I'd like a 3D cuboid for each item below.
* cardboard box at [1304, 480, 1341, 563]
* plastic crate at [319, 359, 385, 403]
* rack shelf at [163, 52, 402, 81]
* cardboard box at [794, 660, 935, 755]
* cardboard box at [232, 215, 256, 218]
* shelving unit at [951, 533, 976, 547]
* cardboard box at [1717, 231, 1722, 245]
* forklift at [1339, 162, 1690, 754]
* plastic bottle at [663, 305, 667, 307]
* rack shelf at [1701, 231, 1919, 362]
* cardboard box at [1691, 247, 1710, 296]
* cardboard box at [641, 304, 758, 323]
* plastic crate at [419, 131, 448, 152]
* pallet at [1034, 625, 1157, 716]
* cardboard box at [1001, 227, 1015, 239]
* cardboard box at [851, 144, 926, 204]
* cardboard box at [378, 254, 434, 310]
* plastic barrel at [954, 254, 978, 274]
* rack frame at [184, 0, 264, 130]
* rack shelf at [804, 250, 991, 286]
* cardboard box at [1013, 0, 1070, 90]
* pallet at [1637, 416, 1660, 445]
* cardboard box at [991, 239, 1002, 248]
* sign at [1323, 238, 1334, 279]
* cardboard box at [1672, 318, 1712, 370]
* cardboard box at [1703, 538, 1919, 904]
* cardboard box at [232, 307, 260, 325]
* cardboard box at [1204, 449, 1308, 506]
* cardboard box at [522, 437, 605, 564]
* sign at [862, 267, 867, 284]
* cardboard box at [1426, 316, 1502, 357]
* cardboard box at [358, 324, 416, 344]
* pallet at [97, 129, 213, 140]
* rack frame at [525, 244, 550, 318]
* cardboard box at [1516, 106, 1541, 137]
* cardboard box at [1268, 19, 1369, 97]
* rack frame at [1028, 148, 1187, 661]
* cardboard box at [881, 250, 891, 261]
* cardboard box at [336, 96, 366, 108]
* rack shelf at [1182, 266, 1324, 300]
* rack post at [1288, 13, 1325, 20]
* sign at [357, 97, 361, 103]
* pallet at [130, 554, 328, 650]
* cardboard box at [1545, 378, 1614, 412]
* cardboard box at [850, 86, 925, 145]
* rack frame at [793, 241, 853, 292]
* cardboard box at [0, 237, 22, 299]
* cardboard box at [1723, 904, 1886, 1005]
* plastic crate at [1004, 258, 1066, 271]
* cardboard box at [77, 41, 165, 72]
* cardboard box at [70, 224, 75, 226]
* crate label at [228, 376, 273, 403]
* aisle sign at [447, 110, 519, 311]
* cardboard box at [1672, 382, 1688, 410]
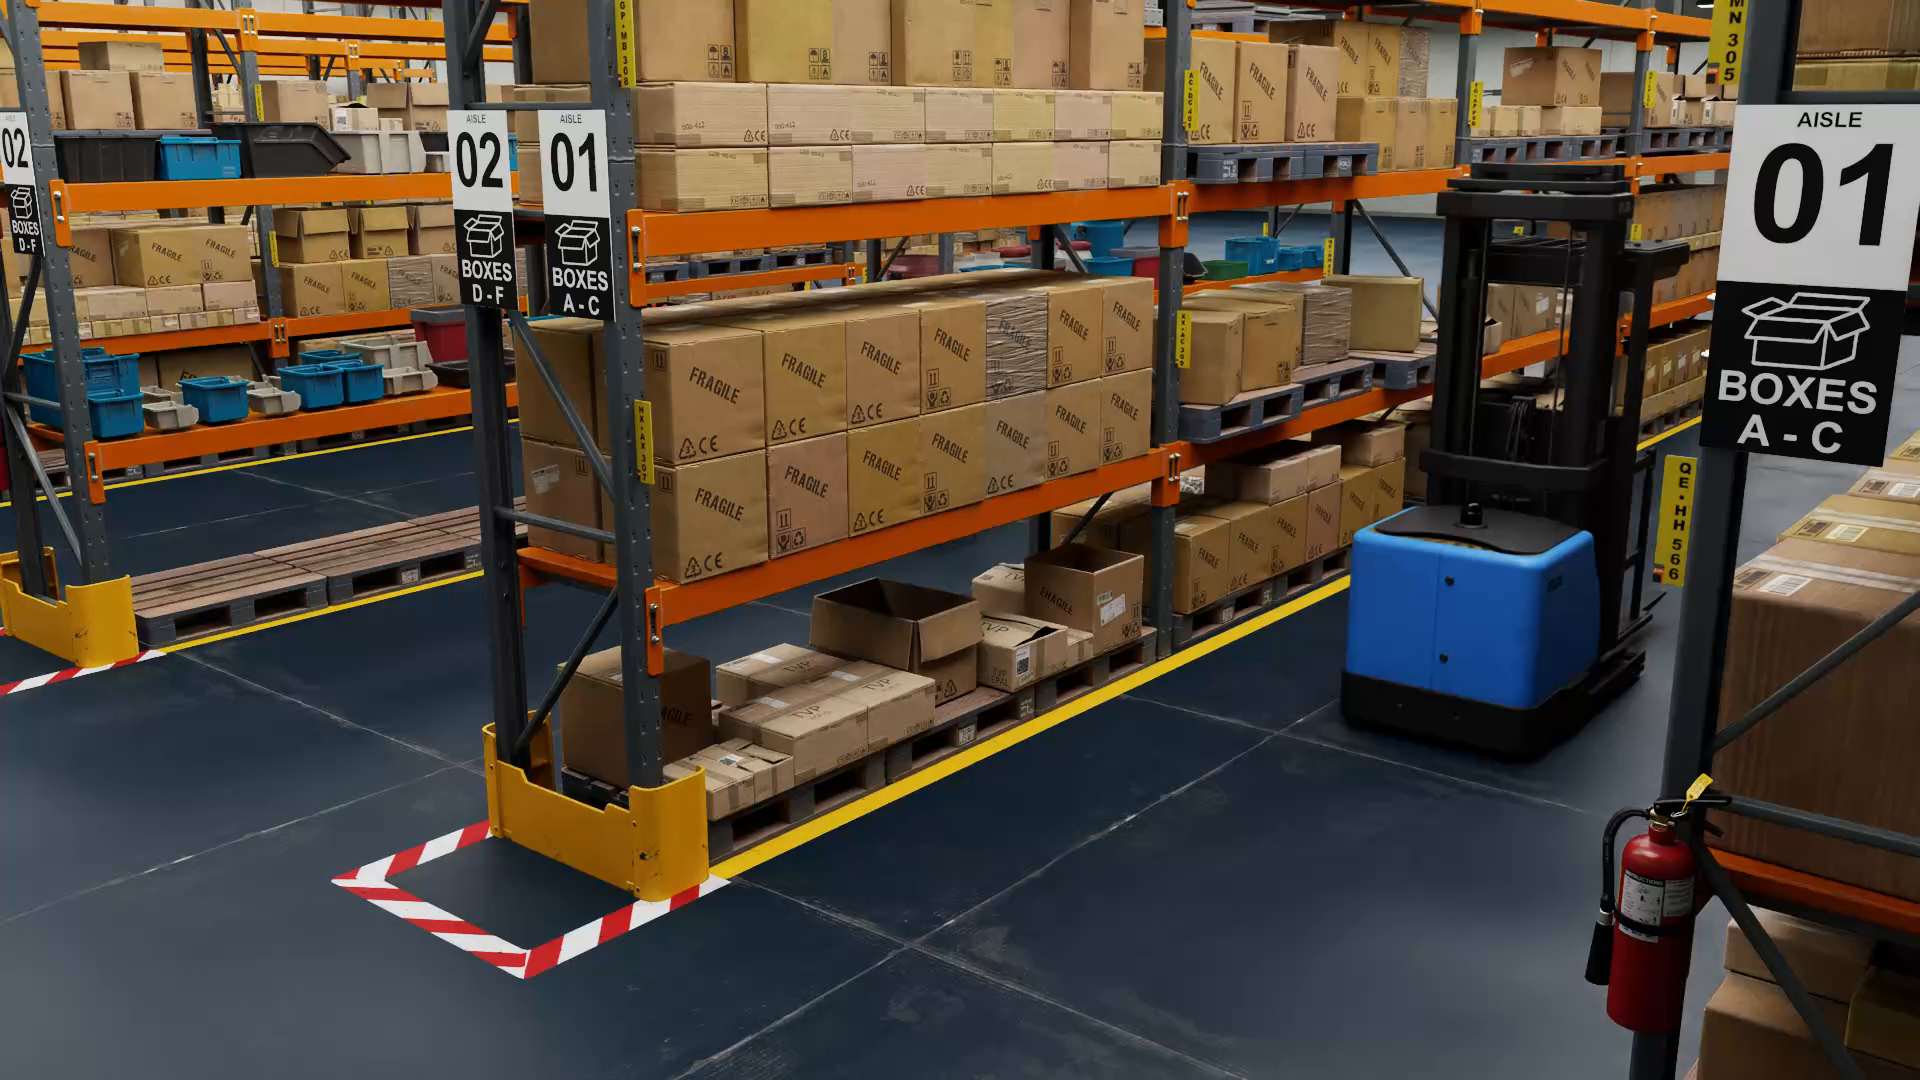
[{"bbox_3d":[2.310,-0.166,11.603,0.500,0.500,0.500,10,18,35],"label":"cardboard box"},{"bbox_3d":[-4.085,-1.069,11.193,0.416,0.233,0.300,11,18,38],"label":"plastic crate"},{"bbox_3d":[-10.788,-7.395,25.967,1.077,0.370,4.000,11,18,38],"label":"rack shelf"},{"bbox_3d":[-0.471,0.820,8.231,0.500,0.250,0.500,11,18,38],"label":"cardboard box"},{"bbox_3d":[-9.064,-4.063,21.211,0.380,0.149,0.250,10,18,35],"label":"cardboard box"},{"bbox_3d":[-0.034,-0.499,12.690,0.215,1.050,0.252,11,18,38],"label":"shelving unit"},{"bbox_3d":[8.302,-3.372,18.521,0.380,0.149,0.250,11,18,37],"label":"cardboard box"},{"bbox_3d":[3.343,-0.640,9.425,1.130,2.935,3.031,11,18,36],"label":"forklift"},{"bbox_3d":[-2.447,-1.797,13.941,0.144,0.351,0.185,11,18,38],"label":"plastic bottle"},{"bbox_3d":[3.450,-0.770,5.168,1.077,0.370,4.000,11,18,38],"label":"rack shelf"},{"bbox_3d":[7.764,-2.972,18.262,0.700,0.500,0.500,12,18,39],"label":"cardboard box"},{"bbox_3d":[-1.280,-0.806,7.705,0.500,0.500,0.500,12,18,39],"label":"cardboard box"},{"bbox_3d":[-3.993,-2.776,11.869,0.497,0.269,0.590,11,18,38],"label":"plastic crate"},{"bbox_3d":[0.419,0.669,9.797,1.003,0.211,1.213,11,18,38],"label":"pallet"},{"bbox_3d":[0.324,-4.737,24.608,0.875,0.500,0.500,11,18,38],"label":"cardboard box"},{"bbox_3d":[-0.504,-1.678,7.584,0.500,0.250,0.500,11,18,38],"label":"cardboard box"},{"bbox_3d":[-5.737,-2.638,16.947,0.500,0.500,0.500,11,18,36],"label":"cardboard box"},{"bbox_3d":[-0.004,-2.631,16.898,0.421,0.512,0.421,0,14,0],"label":"plastic barrel"},{"bbox_3d":[-6.851,-5.255,15.270,1.000,3.000,0.127,11,18,38],"label":"rack frame"},{"bbox_3d":[-0.566,-3.914,23.635,1.077,0.370,4.000,11,18,38],"label":"rack shelf"},{"bbox_3d":[0.151,-2.628,8.786,0.700,0.500,0.500,11,18,38],"label":"cardboard box"},{"bbox_3d":[6.412,-1.140,16.919,1.003,0.211,1.213,11,18,38],"label":"pallet"},{"bbox_3d":[0.398,-4.334,24.337,0.380,0.149,0.250,11,18,38],"label":"cardboard box"},{"bbox_3d":[2.932,-2.226,13.179,0.100,0.325,0.005,11,18,38],"label":"sign"},{"bbox_3d":[8.288,-2.198,18.626,0.500,0.500,0.500,11,18,38],"label":"cardboard box"},{"bbox_3d":[2.506,0.473,4.294,0.980,0.700,0.700,12,19,40],"label":"cardboard box"},{"bbox_3d":[-6.788,-2.117,15.610,0.380,0.149,0.250,11,18,38],"label":"cardboard box"},{"bbox_3d":[1.974,-0.426,11.102,0.500,0.250,0.500,11,18,38],"label":"cardboard box"},{"bbox_3d":[-1.593,-0.224,7.447,0.500,0.500,0.500,12,19,39],"label":"cardboard box"},{"bbox_3d":[-0.917,-2.510,16.316,0.100,0.325,0.005,11,18,38],"label":"sign"},{"bbox_3d":[4.079,-1.678,13.554,0.500,0.311,0.500,11,18,37],"label":"cardboard box"},{"bbox_3d":[-5.903,-1.818,17.387,1.225,0.875,0.875,10,18,36],"label":"cardboard box"},{"bbox_3d":[-7.373,-3.603,15.040,1.003,0.211,1.213,11,18,38],"label":"pallet"},{"bbox_3d":[-2.999,-1.581,12.991,1.000,3.000,0.127,11,18,38],"label":"rack frame"},{"bbox_3d":[4.630,-3.574,14.195,0.500,0.250,0.500,9,17,33],"label":"cardboard box"},{"bbox_3d":[2.446,-3.289,11.388,0.500,0.500,0.500,11,18,38],"label":"cardboard box"},{"bbox_3d":[0.852,-0.814,9.971,1.000,3.000,0.127,11,18,38],"label":"rack frame"},{"bbox_3d":[-1.151,-3.851,22.435,0.380,0.149,0.250,11,18,38],"label":"cardboard box"},{"bbox_3d":[-9.796,-7.110,27.097,0.500,0.250,0.500,12,18,39],"label":"cardboard box"},{"bbox_3d":[3.286,-3.148,20.618,1.077,0.370,4.000,11,18,38],"label":"rack shelf"},{"bbox_3d":[3.969,-6.420,20.868,0.954,0.300,0.937,-14,20,-43],"label":"rack post"},{"bbox_3d":[-7.711,-5.521,21.356,0.100,0.325,0.005,11,18,38],"label":"sign"},{"bbox_3d":[-4.964,0.384,10.917,1.003,0.211,1.213,11,18,38],"label":"pallet"},{"bbox_3d":[5.848,-1.367,15.740,0.500,0.311,0.500,11,18,38],"label":"cardboard box"},{"bbox_3d":[-0.508,-1.921,7.525,0.500,0.250,0.500,11,18,38],"label":"cardboard box"},{"bbox_3d":[-1.823,-3.880,22.039,1.000,3.000,0.127,11,18,38],"label":"rack frame"},{"bbox_3d":[-8.218,-2.263,13.851,0.500,0.500,0.500,11,18,36],"label":"cardboard box"},{"bbox_3d":[2.494,1.209,4.913,0.380,0.149,0.250,11,18,37],"label":"cardboard box"},{"bbox_3d":[0.769,-2.640,17.031,0.402,0.464,0.583,11,18,38],"label":"plastic crate"},{"bbox_3d":[-7.447,-4.286,14.765,0.500,0.250,0.500,10,17,34],"label":"cardboard box"},{"bbox_3d":[-10.545,-3.612,19.433,0.380,0.149,0.250,12,19,40],"label":"cardboard box"},{"bbox_3d":[-4.792,-1.011,11.160,0.396,0.136,0.243,11,18,38],"label":"crate label"},{"bbox_3d":[-1.943,-1.342,6.771,0.394,0.787,0.004,11,18,38],"label":"aisle sign"},{"bbox_3d":[7.353,-1.545,17.582,0.500,0.250,0.500,11,18,38],"label":"cardboard box"}]
